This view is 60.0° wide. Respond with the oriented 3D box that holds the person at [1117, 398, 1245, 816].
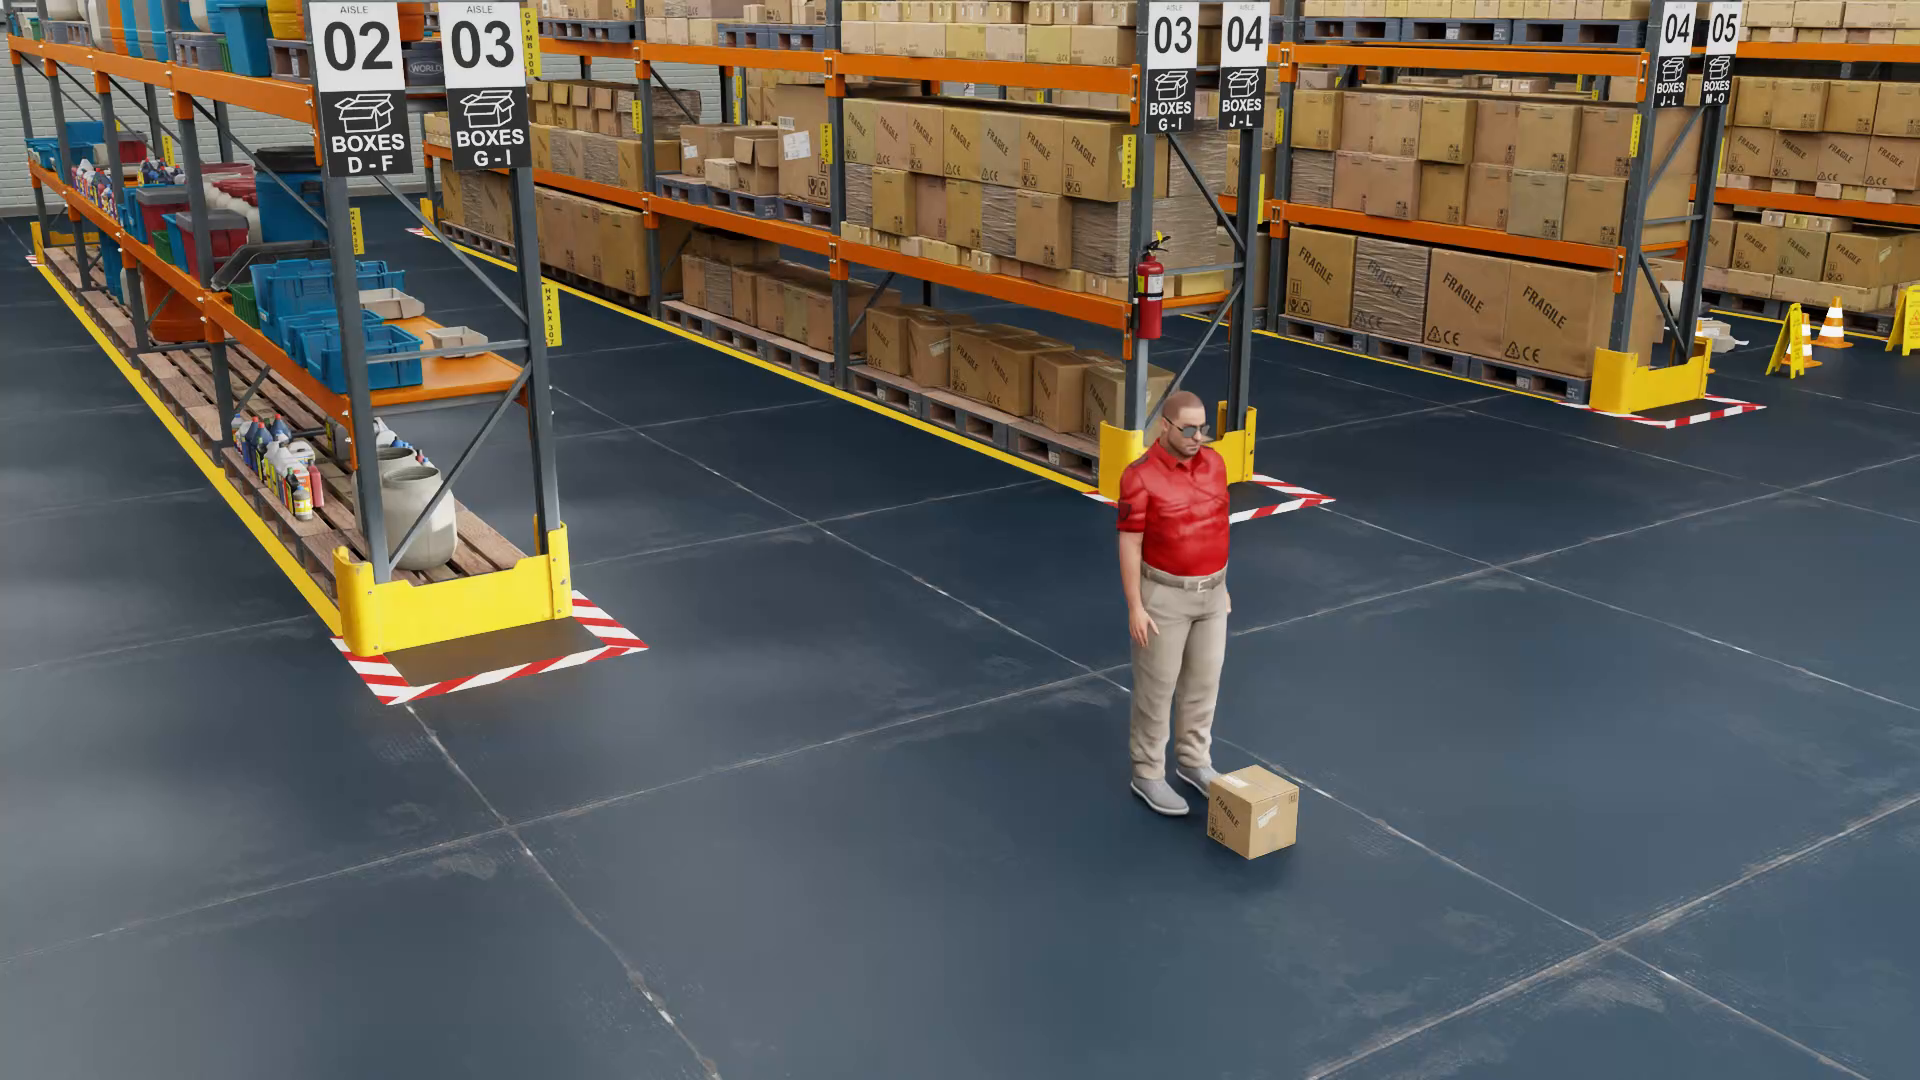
[{"bbox_3d":[0.915,0.257,6.820,0.534,1.717,0.356,-11,21,-30],"label":"person"}]
